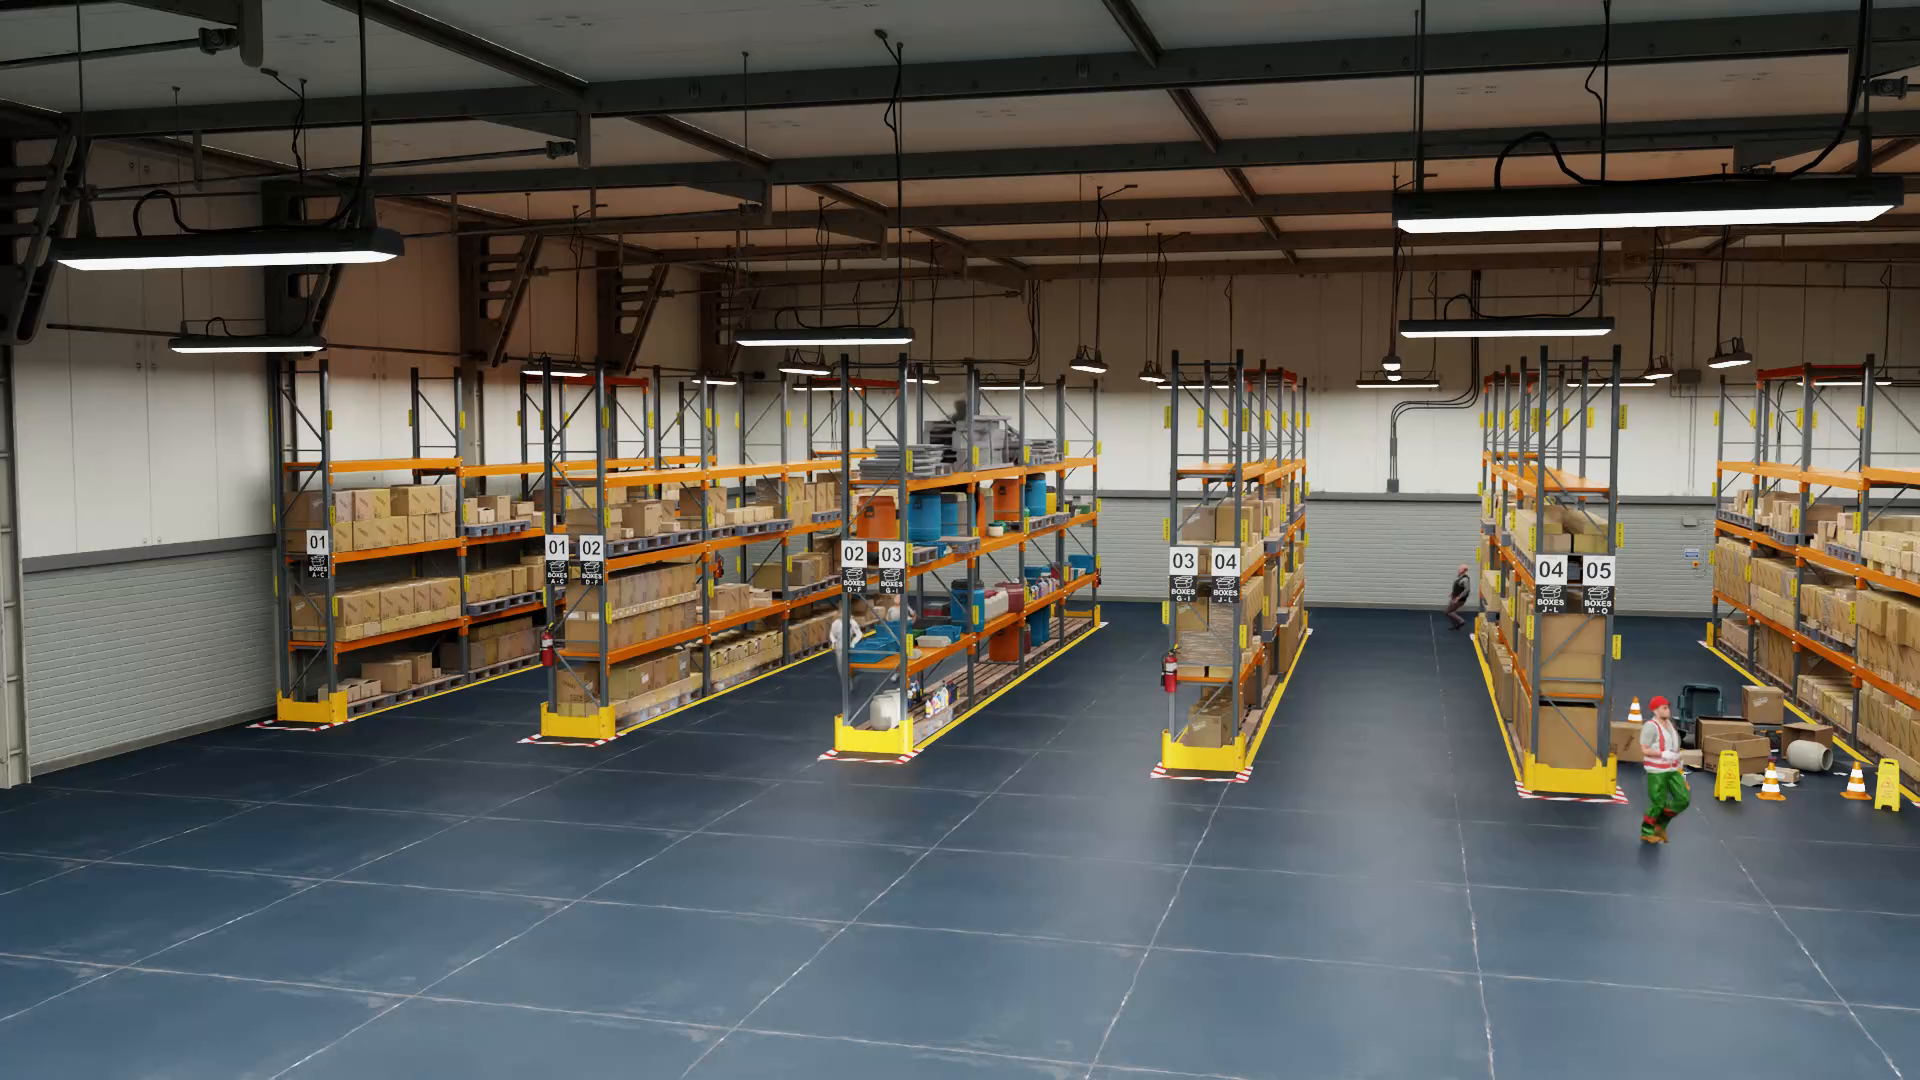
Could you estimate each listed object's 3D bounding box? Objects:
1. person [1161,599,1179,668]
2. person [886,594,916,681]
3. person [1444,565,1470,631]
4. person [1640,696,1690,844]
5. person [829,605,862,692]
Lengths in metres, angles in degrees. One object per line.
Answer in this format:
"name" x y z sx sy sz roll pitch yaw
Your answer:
"person" 4.294 1.777 33.248 0.559 1.713 0.698 1 4 15
"person" -1.176 1.854 32.328 0.580 1.669 0.937 1 4 19
"person" 11.751 1.374 39.324 0.560 1.622 0.746 1 4 14
"person" 8.283 2.713 19.489 0.639 1.759 0.612 -2 5 -28
"person" -2.107 1.994 30.245 0.587 1.653 0.528 1 4 9
